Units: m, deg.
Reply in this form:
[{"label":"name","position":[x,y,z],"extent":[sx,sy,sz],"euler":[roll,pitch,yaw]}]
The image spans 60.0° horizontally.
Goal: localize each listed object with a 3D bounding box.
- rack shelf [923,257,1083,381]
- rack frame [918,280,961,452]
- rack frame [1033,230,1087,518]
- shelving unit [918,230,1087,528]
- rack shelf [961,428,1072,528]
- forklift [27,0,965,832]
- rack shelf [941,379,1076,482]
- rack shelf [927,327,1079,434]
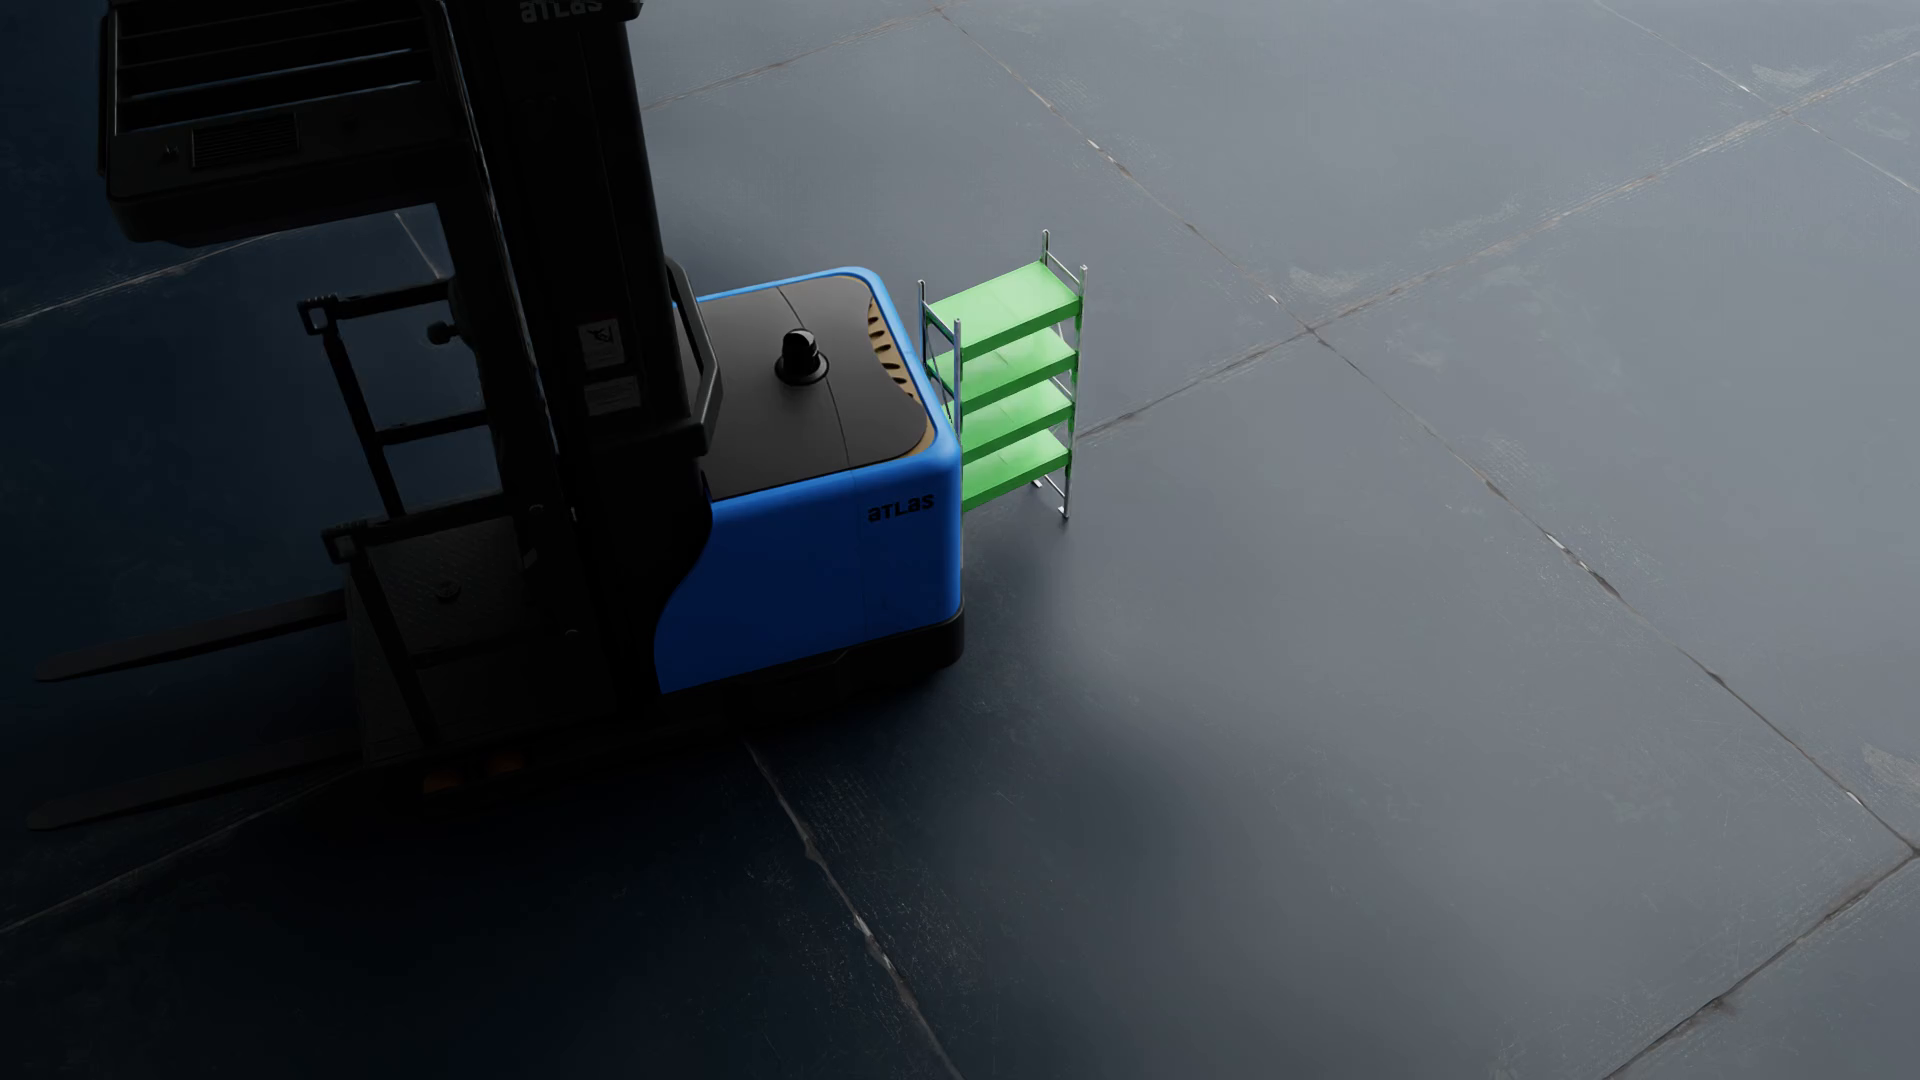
[{"label":"rack shelf","position":[0.140,-0.742,5.550],"extent":[0.480,0.148,0.258],"euler":[-25,53,-21]},{"label":"rack frame","position":[-0.066,-0.368,5.774],"extent":[0.015,1.200,0.240],"euler":[-25,53,-21]},{"label":"rack frame","position":[0.346,-0.562,5.947],"extent":[0.015,1.200,0.240],"euler":[-25,53,-21]},{"label":"shelving unit","position":[0.140,-0.465,5.861],"extent":[0.503,1.200,0.258],"euler":[-25,53,-21]},{"label":"rack shelf","position":[0.140,-0.263,6.088],"extent":[0.480,0.148,0.258],"euler":[-25,53,-21]},{"label":"forklift","position":[-1.559,-0.521,4.752],"extent":[3.031,2.935,1.130],"euler":[-14,50,-12]},{"label":"rack shelf","position":[0.140,-0.422,5.908],"extent":[0.480,0.148,0.258],"euler":[-25,53,-21]},{"label":"rack shelf","position":[0.140,-0.582,5.729],"extent":[0.480,0.148,0.258],"euler":[-25,53,-21]}]
